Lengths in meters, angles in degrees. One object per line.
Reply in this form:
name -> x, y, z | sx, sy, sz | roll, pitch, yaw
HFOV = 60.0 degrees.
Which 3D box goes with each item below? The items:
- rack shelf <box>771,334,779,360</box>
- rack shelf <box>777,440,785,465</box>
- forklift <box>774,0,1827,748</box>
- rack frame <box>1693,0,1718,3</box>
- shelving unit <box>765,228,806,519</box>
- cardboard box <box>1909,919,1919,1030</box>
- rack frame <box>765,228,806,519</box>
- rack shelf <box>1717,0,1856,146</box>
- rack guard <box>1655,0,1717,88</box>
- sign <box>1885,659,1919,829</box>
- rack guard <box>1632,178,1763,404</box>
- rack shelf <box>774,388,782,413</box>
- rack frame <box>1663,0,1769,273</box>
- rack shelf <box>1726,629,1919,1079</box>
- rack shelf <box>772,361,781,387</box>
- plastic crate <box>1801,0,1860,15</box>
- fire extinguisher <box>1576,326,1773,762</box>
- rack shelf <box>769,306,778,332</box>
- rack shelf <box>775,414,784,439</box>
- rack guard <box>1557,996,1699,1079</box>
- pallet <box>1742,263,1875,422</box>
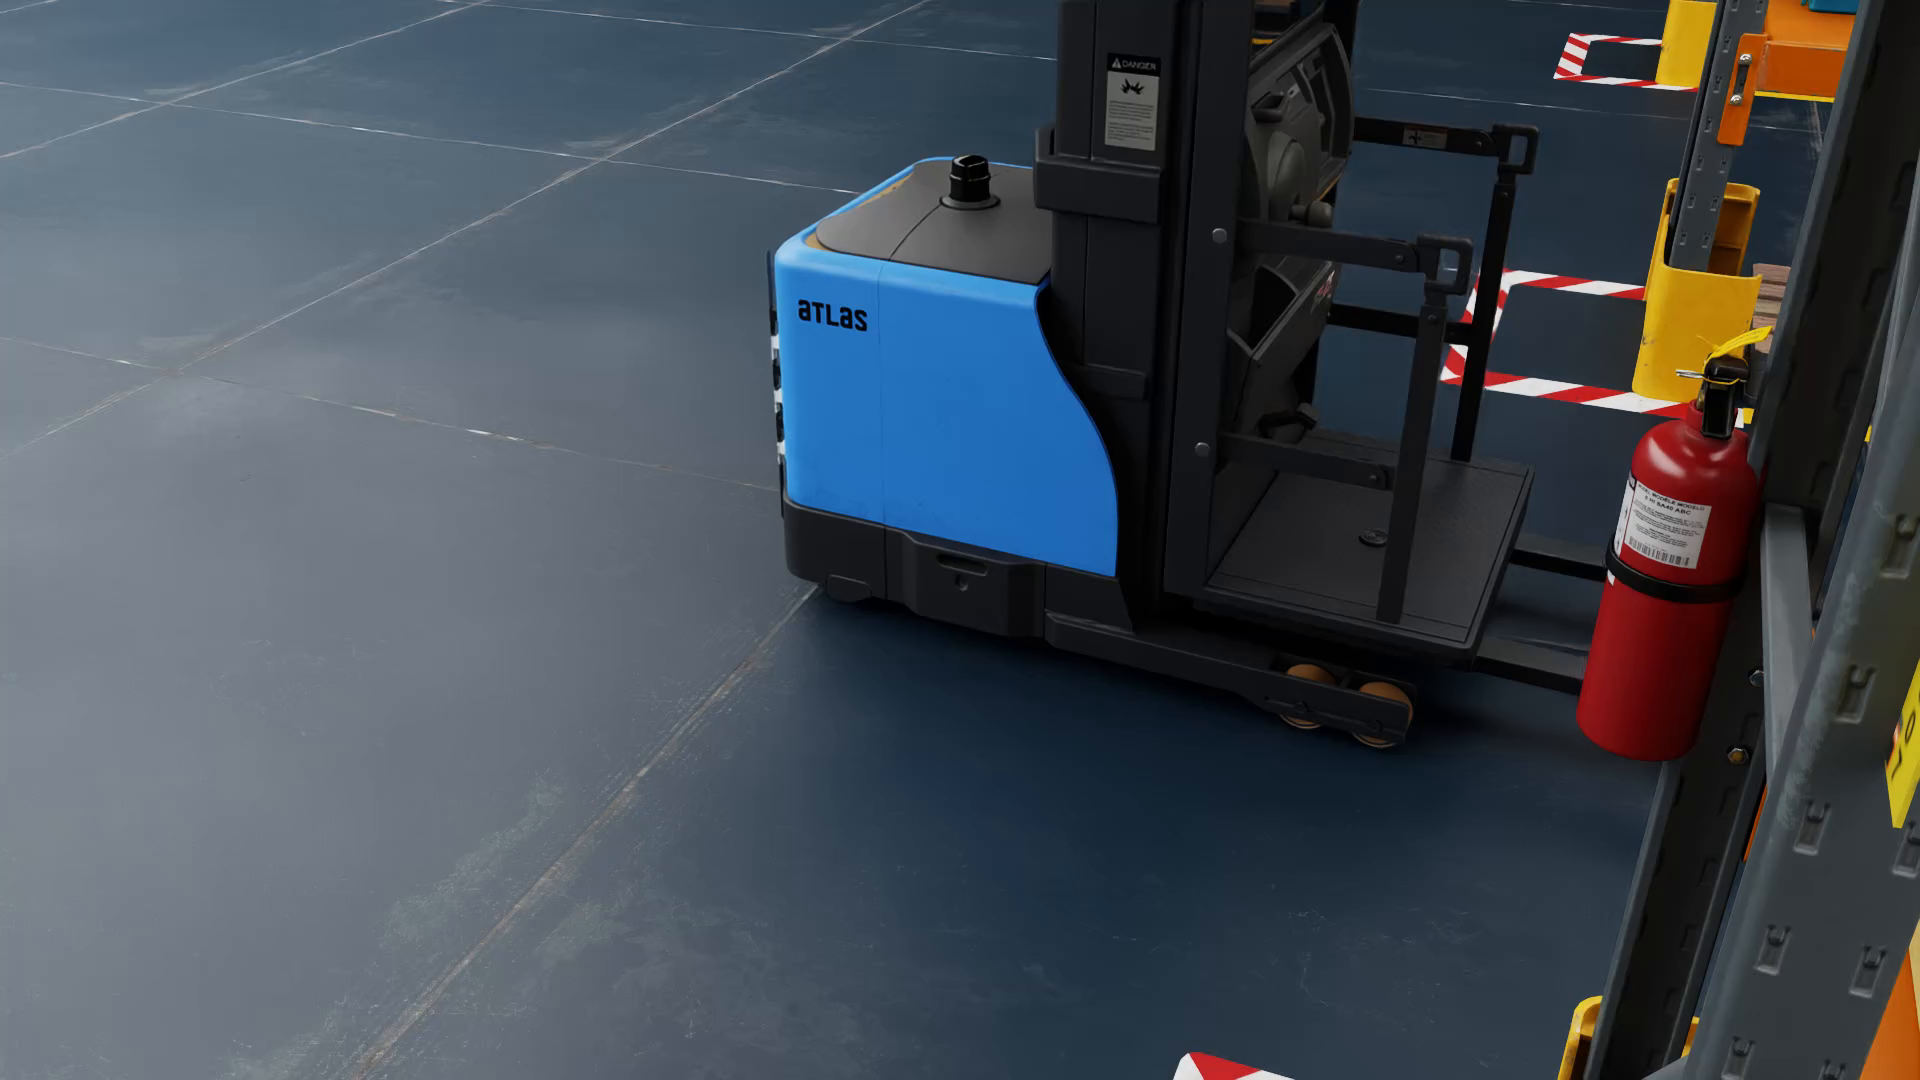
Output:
rack shelf -> -0.433, -0.620, 5.135 | 0.200, 0.077, 0.258 | 13, 32, 22
rack shelf -> -0.433, -0.307, 5.312 | 0.200, 0.077, 0.258 | 13, 32, 22
forklift -> 1.040, -1.038, 4.108 | 3.031, 2.935, 1.130 | 13, 32, 22
rack frame -> 4.662, -4.330, 9.863 | 0.127, 3.000, 1.000 | 11, 31, 19
shelving unit -> -0.433, -0.493, 5.207 | 0.210, 0.900, 0.258 | 13, 32, 22
cardboard box -> 1.108, 0.457, 1.649 | 0.250, 0.149, 0.380 | 11, 31, 19
rack frame -> -0.525, -0.514, 5.244 | 0.006, 0.900, 0.240 | 13, 32, 22
rack shelf -> 4.649, -1.389, 5.391 | 4.000, 0.370, 1.077 | 11, 31, 19
rack guard -> 4.640, -3.247, 10.486 | 0.348, 0.500, 1.175 | 11, 31, 19
sign -> 0.730, 0.056, 1.222 | 0.005, 0.325, 0.100 | 11, 31, 19
rack guard -> 2.884, -0.992, 6.497 | 0.348, 0.500, 1.175 | 11, 31, 19
rack shelf -> -0.433, -0.464, 5.223 | 0.200, 0.077, 0.258 | 13, 32, 22
rack frame -> 2.796, -2.073, 5.869 | 0.127, 3.000, 1.000 | 11, 31, 19
rack shelf -> 2.787, 0.869, 1.395 | 4.000, 0.370, 1.077 | 11, 31, 19
rack shelf -> -0.433, -0.542, 5.179 | 0.200, 0.077, 0.258 | 13, 32, 22
plastic crate -> 3.372, -2.052, 5.983 | 0.616, 0.251, 0.499 | 11, 31, 19
fire extinguisher -> 1.001, -0.012, 2.301 | 0.183, 0.674, 0.296 | 11, 31, 19
rack shelf -> -0.433, -0.699, 5.090 | 0.200, 0.077, 0.258 | 13, 32, 22
rack shelf -> -0.433, -0.385, 5.268 | 0.200, 0.077, 0.258 | 13, 32, 22
rack guard -> 1.004, 1.288, 2.463 | 0.348, 0.500, 1.175 | 11, 31, 19
pallet -> 3.635, -0.713, 6.298 | 1.213, 0.211, 1.003 | 11, 31, 19
